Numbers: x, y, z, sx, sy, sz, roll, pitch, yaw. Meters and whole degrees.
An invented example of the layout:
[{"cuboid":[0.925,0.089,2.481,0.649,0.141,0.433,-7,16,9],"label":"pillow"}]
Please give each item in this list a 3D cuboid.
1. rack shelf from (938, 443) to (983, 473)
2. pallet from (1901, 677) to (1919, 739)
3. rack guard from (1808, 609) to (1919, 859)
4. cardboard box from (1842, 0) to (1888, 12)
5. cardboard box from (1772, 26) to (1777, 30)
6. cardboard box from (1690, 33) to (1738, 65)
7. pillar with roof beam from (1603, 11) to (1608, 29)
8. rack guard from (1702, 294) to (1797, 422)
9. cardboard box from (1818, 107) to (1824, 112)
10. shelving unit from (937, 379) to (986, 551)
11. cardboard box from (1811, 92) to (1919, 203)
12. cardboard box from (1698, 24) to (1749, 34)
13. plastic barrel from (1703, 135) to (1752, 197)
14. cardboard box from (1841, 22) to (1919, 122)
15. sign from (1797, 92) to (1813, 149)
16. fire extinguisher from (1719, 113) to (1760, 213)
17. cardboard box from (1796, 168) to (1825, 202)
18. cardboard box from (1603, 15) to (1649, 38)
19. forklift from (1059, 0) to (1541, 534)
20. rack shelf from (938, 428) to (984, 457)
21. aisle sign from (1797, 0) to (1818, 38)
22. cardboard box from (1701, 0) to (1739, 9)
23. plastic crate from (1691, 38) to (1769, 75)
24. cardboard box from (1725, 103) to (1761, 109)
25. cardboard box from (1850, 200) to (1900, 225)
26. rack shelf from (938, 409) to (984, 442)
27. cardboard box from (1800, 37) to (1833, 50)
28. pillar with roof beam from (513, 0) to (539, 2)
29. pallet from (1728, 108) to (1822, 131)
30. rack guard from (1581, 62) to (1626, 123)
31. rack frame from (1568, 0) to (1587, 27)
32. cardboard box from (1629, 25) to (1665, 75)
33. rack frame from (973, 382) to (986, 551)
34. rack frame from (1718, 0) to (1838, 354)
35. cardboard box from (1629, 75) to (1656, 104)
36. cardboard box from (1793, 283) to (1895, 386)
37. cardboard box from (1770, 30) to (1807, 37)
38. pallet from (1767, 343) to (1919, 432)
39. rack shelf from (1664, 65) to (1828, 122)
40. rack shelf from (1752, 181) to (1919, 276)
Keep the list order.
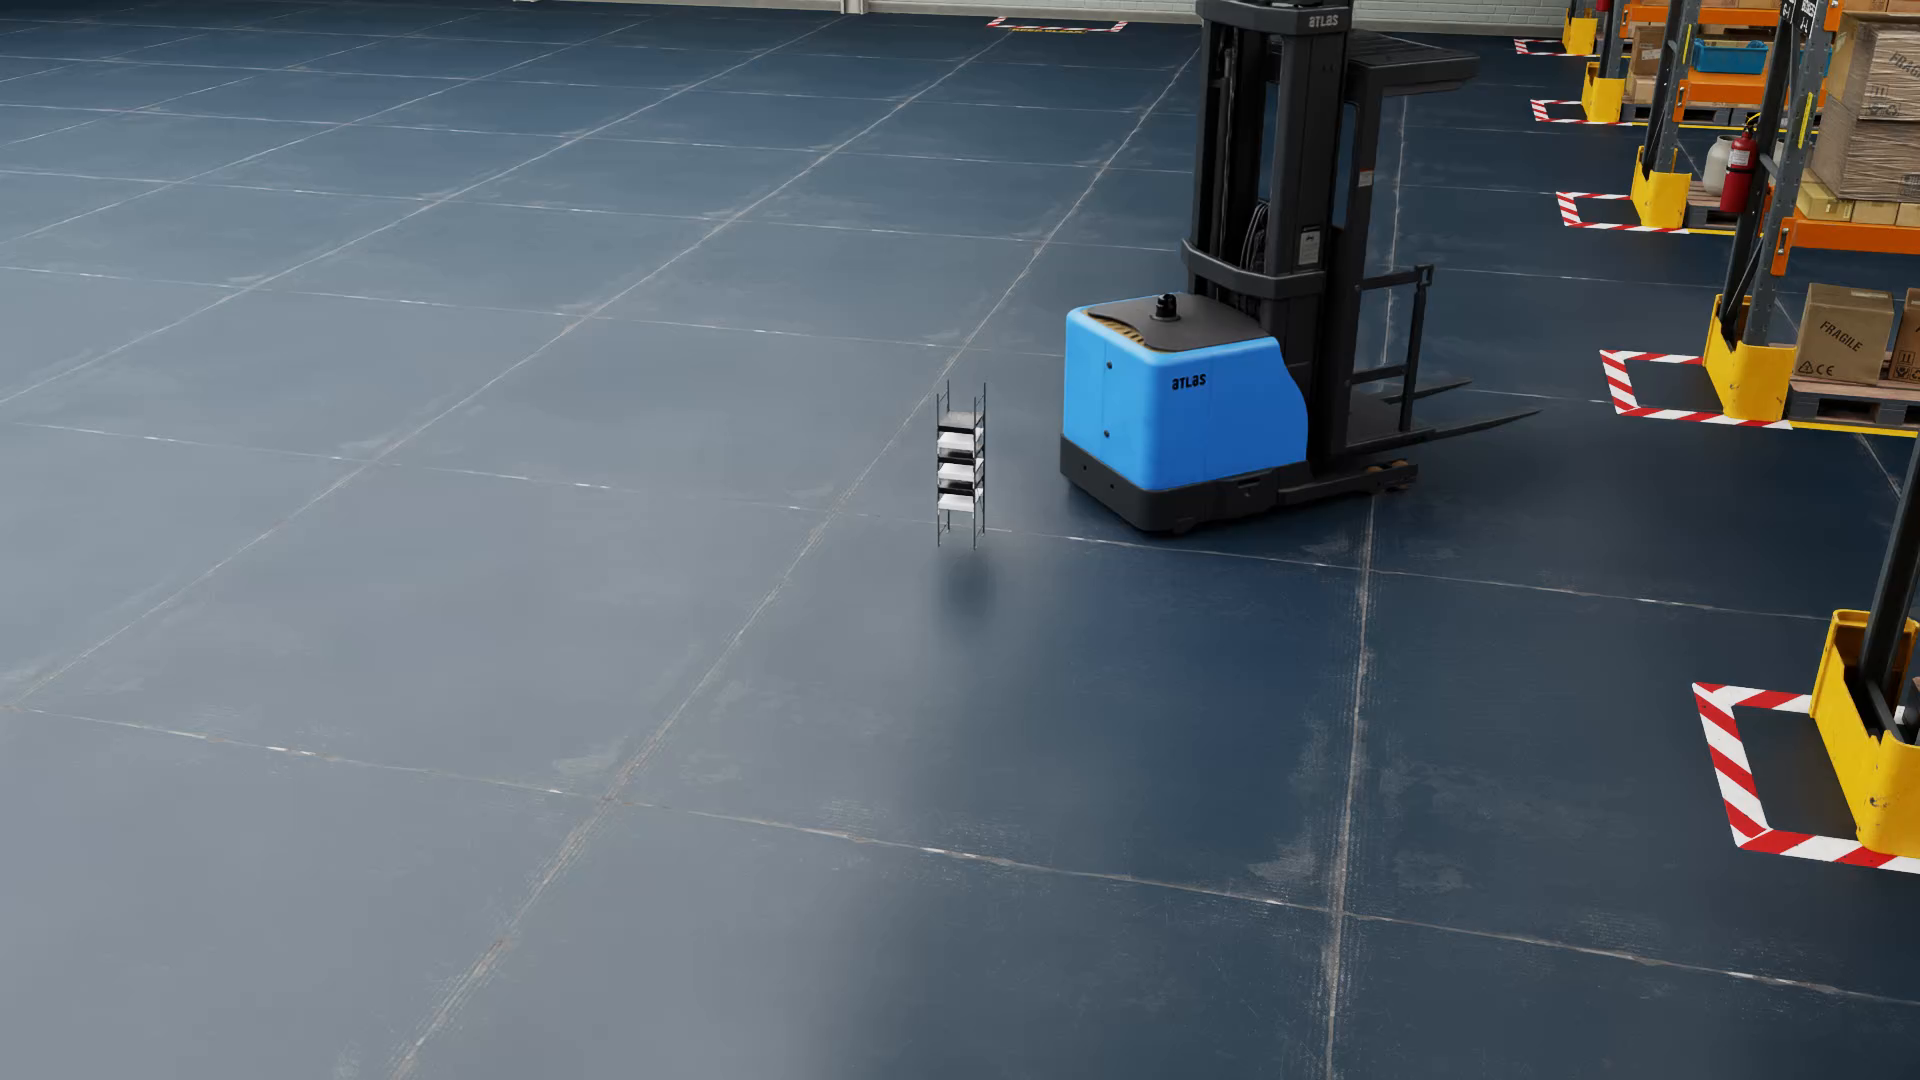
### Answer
[{"cuboid":[0.008,-0.457,9.030,0.200,0.077,0.258,6,26,13],"label":"rack shelf"},{"cuboid":[4.736,0.978,6.951,1.213,0.211,1.003,6,26,13],"label":"pallet"},{"cuboid":[3.919,0.792,7.005,0.348,0.500,1.175,6,26,13],"label":"rack guard"},{"cuboid":[10.192,-6.283,18.841,0.500,0.500,0.700,7,26,14],"label":"cardboard box"},{"cuboid":[11.836,-7.311,23.513,0.500,0.500,0.500,4,26,9],"label":"cardboard box"},{"cuboid":[8.695,-5.596,19.352,0.500,0.500,0.500,6,26,13],"label":"cardboard box"},{"cuboid":[8.798,-9.776,19.316,0.400,9.000,9.100,6,26,13],"label":"pillar with roof beam"},{"cuboid":[5.349,-1.252,11.297,0.348,0.500,1.175,6,26,13],"label":"rack guard"},{"cuboid":[10.147,-5.096,19.174,0.500,0.250,0.500,6,26,13],"label":"cardboard box"},{"cuboid":[0.008,-0.405,9.055,0.210,0.900,0.258,6,26,13],"label":"shelving unit"},{"cuboid":[5.802,-2.497,10.544,0.500,0.500,0.875,6,26,13],"label":"cardboard box"},{"cuboid":[10.875,-7.373,23.643,0.500,0.500,0.700,5,26,10],"label":"cardboard box"},{"cuboid":[7.166,-3.478,15.471,0.421,0.512,0.421,0,25,0],"label":"plastic barrel"},{"cuboid":[5.741,-2.847,10.115,0.500,0.500,0.500,6,26,13],"label":"cardboard box"},{"cuboid":[5.141,-2.553,10.116,0.005,0.325,0.100,6,26,13],"label":"sign"},{"cuboid":[5.280,-2.557,11.222,0.183,0.674,0.296,6,26,13],"label":"fire extinguisher"},{"cuboid":[5.603,-2.330,10.947,0.250,0.149,0.380,6,26,13],"label":"cardboard box"},{"cuboid":[9.624,-7.448,24.020,0.500,0.311,0.500,3,26,7],"label":"cardboard box"},{"cuboid":[2.149,-1.780,9.578,3.031,2.935,1.130,-12,28,-24],"label":"forklift"},{"cuboid":[0.008,-0.538,8.992,0.200,0.077,0.258,6,26,13],"label":"rack shelf"},{"cuboid":[5.141,-3.444,9.970,0.004,0.787,0.394,6,26,13],"label":"aisle sign"},{"cuboid":[8.705,-6.448,19.187,0.500,0.500,0.700,7,26,14],"label":"cardboard box"},{"cuboid":[7.069,-4.454,15.289,0.616,0.251,0.499,6,26,13],"label":"plastic crate"},{"cuboid":[9.180,-5.204,19.402,0.500,0.250,0.500,6,26,13],"label":"cardboard box"},{"cuboid":[5.730,-2.110,10.485,0.250,0.149,0.380,6,26,13],"label":"cardboard box"},{"cuboid":[0.008,-0.619,8.953,0.200,0.077,0.258,6,26,13],"label":"rack shelf"},{"cuboid":[9.663,-5.487,19.124,0.500,0.500,0.500,6,26,13],"label":"cardboard box"},{"cuboid":[-8.635,-11.703,23.364,0.400,9.000,9.100,6,26,13],"label":"pillar with roof beam"},{"cuboid":[9.676,-5.057,19.627,1.213,0.211,1.003,6,26,13],"label":"pallet"},{"cuboid":[7.723,-5.386,19.981,0.348,0.500,1.175,6,26,13],"label":"rack guard"},{"cuboid":[8.977,-8.575,23.771,0.127,3.000,1.000,6,26,13],"label":"rack frame"},{"cuboid":[8.340,-5.865,19.918,0.500,0.500,0.500,6,26,13],"label":"cardboard box"},{"cuboid":[0.106,-0.395,9.032,0.006,0.900,0.240,6,26,13],"label":"rack frame"},{"cuboid":[5.276,-2.388,10.777,0.127,3.000,1.000,6,26,13],"label":"rack frame"},{"cuboid":[8.211,-5.310,19.624,0.500,0.250,0.500,6,26,13],"label":"cardboard box"},{"cuboid":[5.876,-1.375,11.069,0.500,0.500,0.500,11,28,23],"label":"cardboard box"},{"cuboid":[9.796,-5.710,19.592,0.500,0.500,0.500,6,26,13],"label":"cardboard box"},{"cuboid":[6.127,-1.019,11.146,1.213,0.211,1.003,6,26,13],"label":"pallet"},{"cuboid":[8.446,-3.911,14.813,4.000,0.370,1.077,6,26,13],"label":"rack shelf"},{"cuboid":[7.213,-1.849,10.482,4.000,0.370,1.077,6,26,13],"label":"rack shelf"}]
